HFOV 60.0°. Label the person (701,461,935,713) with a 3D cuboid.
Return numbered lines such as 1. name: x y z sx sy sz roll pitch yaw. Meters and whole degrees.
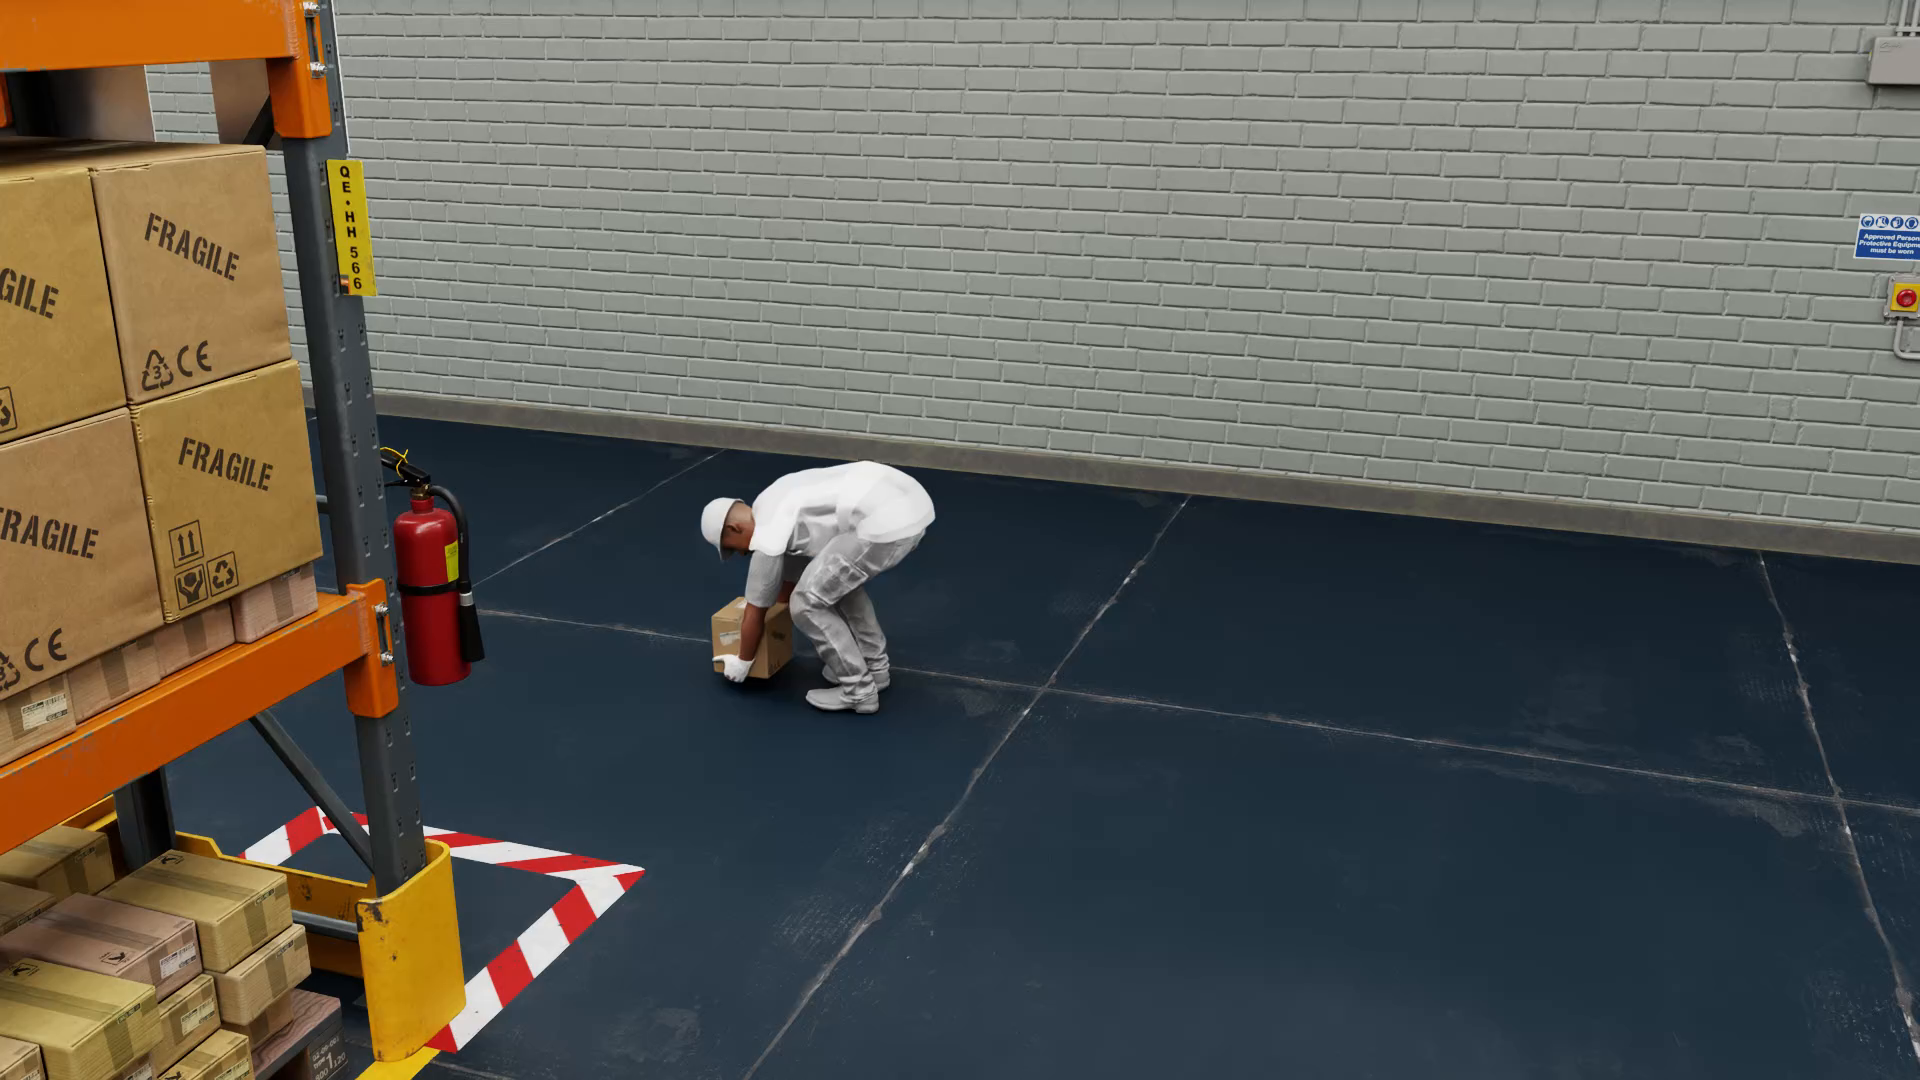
1. person: -0.596 0.162 6.794 0.981 0.987 0.516 5 19 16
